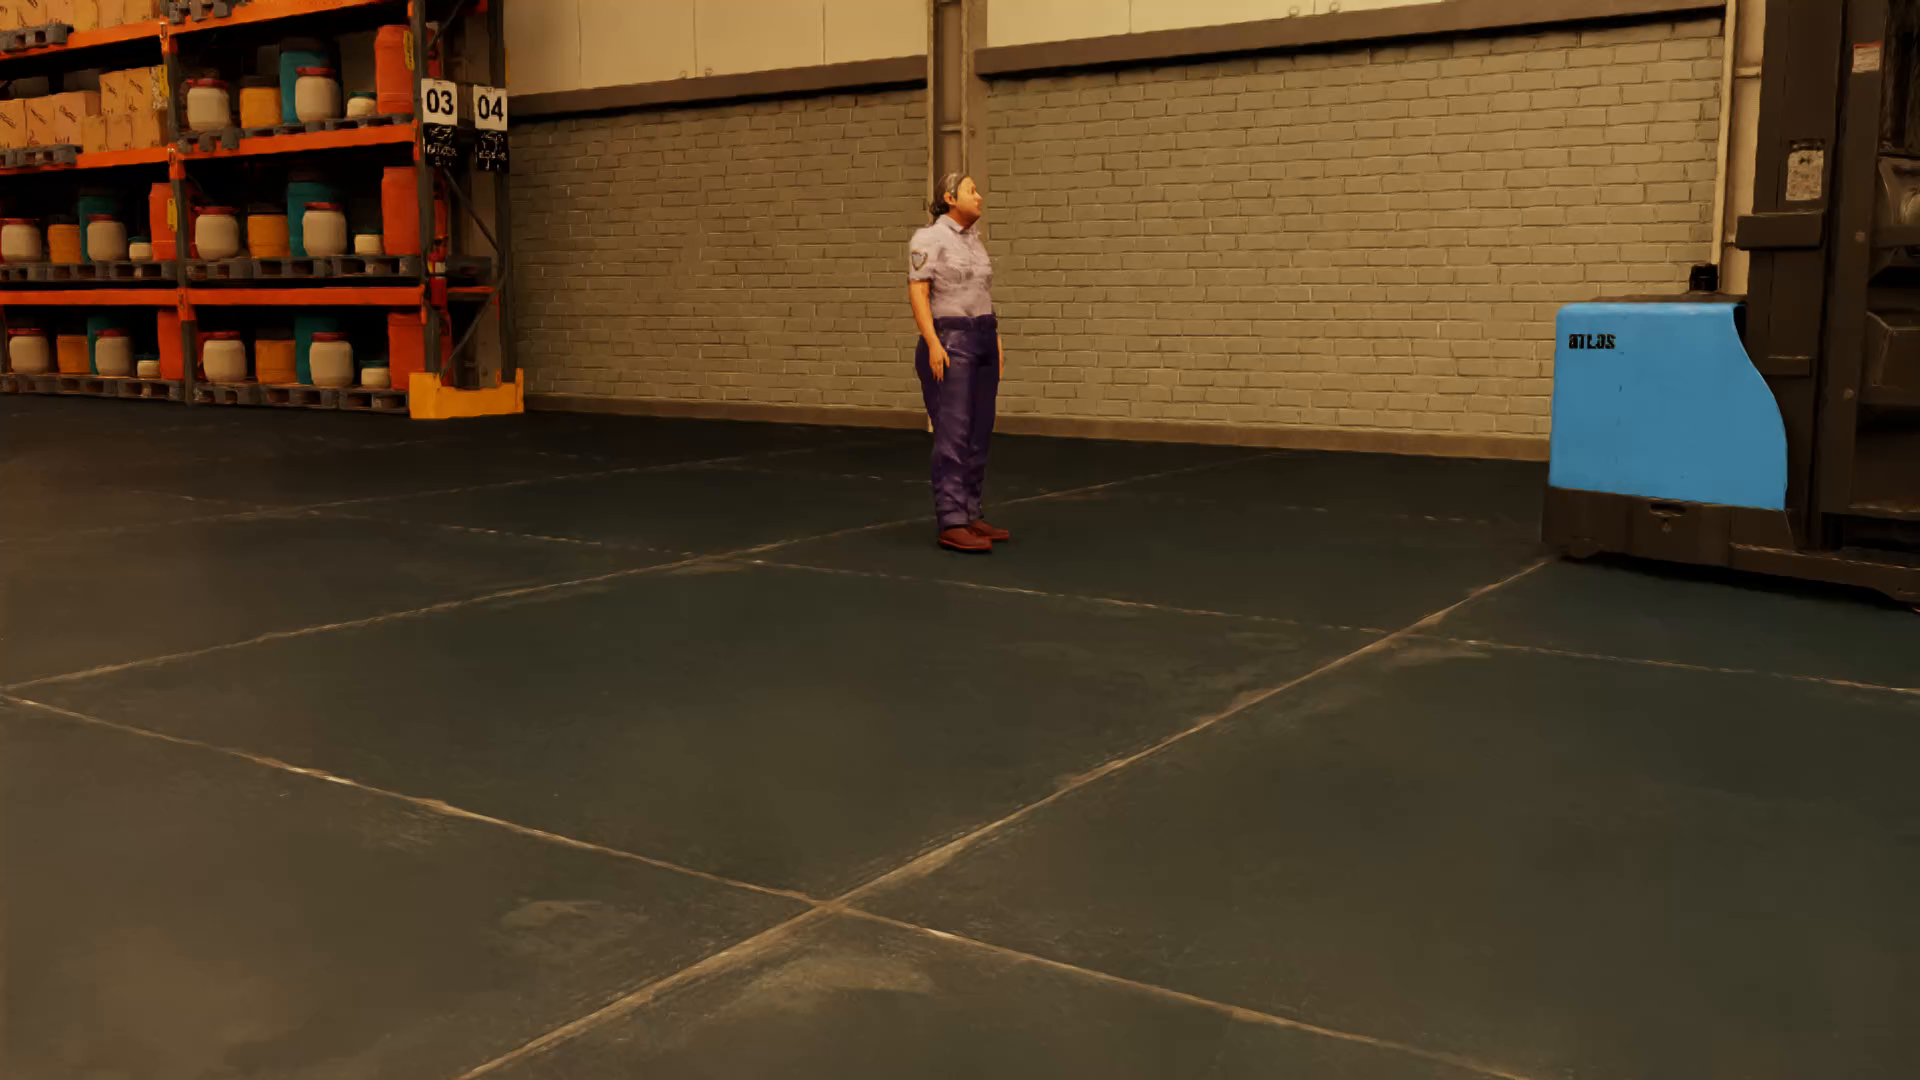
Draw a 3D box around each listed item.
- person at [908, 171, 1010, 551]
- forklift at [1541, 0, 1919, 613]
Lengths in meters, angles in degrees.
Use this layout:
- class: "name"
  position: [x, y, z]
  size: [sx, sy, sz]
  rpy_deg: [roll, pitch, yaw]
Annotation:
- class: "person"
  position: [0.062, -0.813, 7.418]
  size: [0.502, 1.650, 0.599]
  rpy_deg: [5, 10, 34]
- class: "forklift"
  position: [3.734, -1.244, 5.943]
  size: [1.130, 2.935, 3.031]
  rpy_deg: [-6, 10, -36]
